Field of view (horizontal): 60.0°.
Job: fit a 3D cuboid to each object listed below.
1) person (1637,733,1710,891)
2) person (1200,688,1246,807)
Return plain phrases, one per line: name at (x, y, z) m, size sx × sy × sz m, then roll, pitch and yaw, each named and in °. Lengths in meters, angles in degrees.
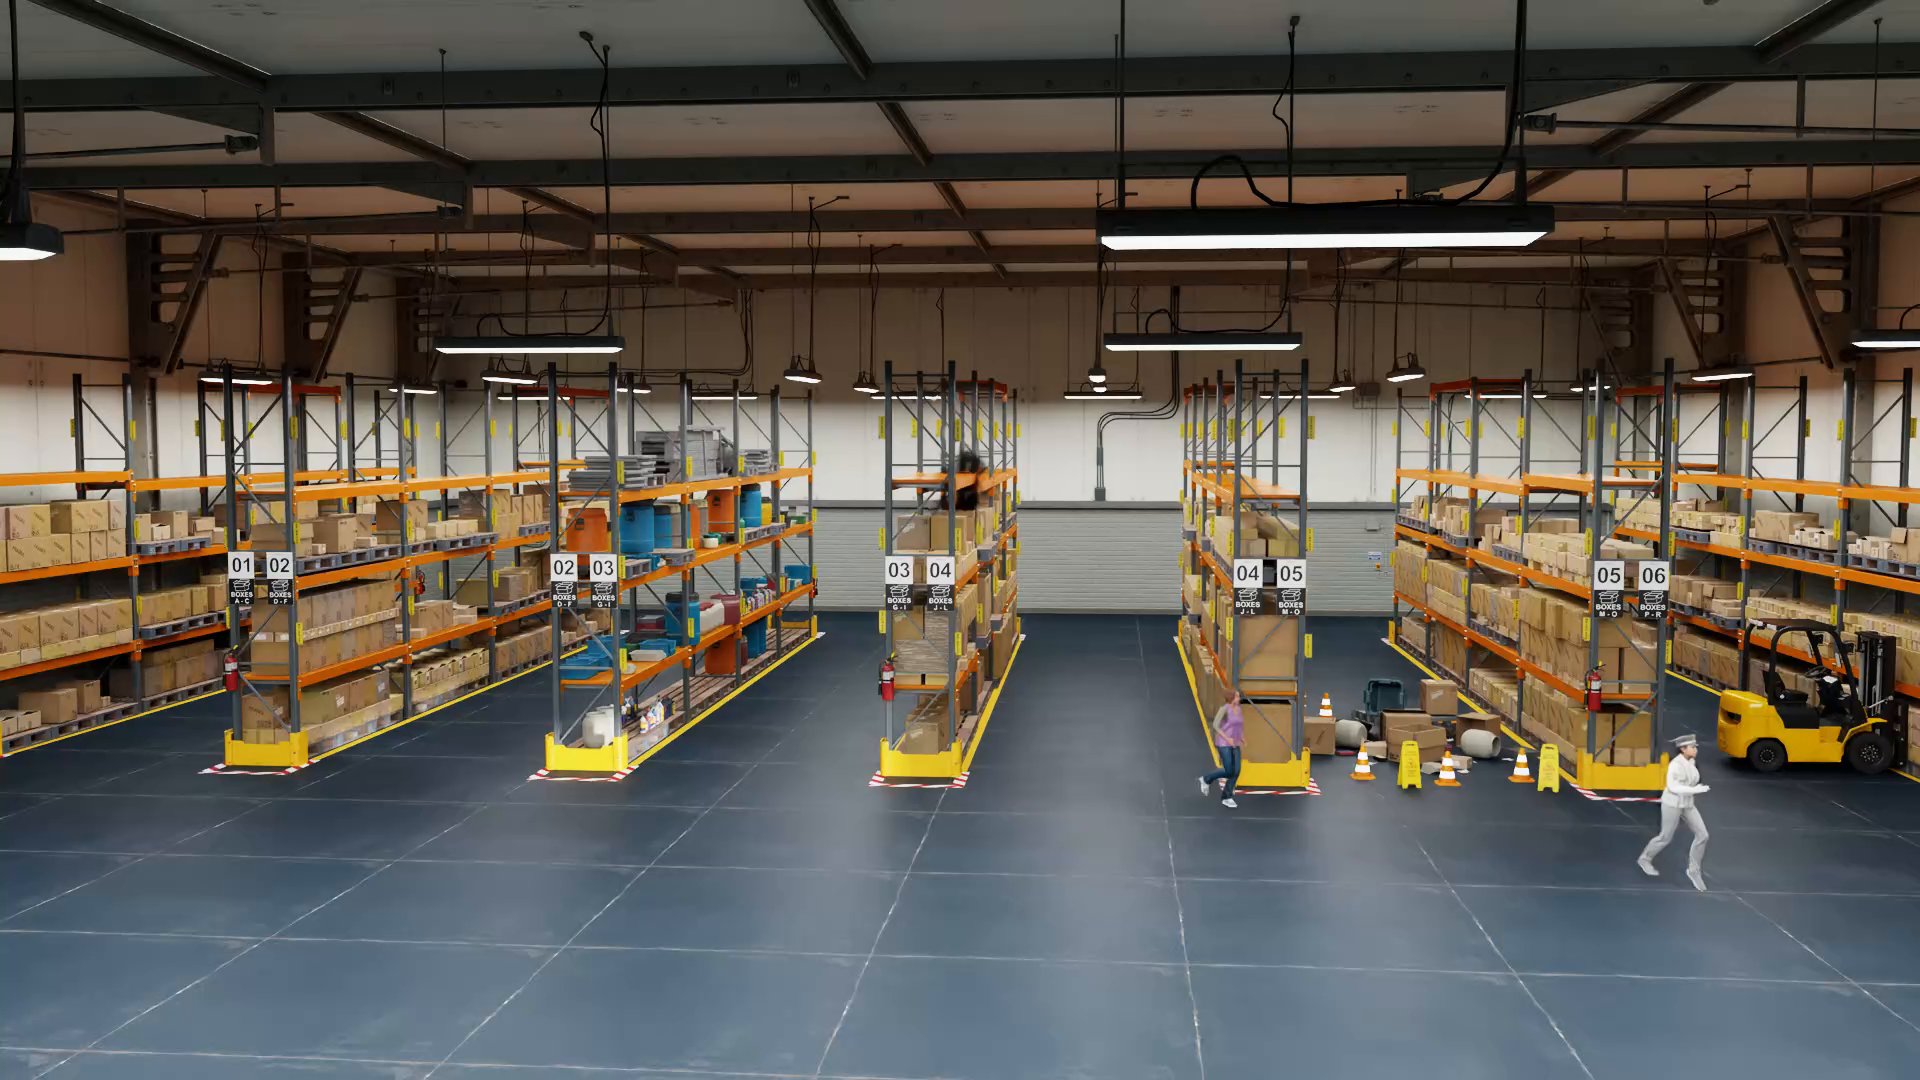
person at (7.882, 2.962, 18.347) m, size 0.638 × 1.728 × 0.829 m, roll -3°, pitch 5°, yaw -39°
person at (3.582, 2.758, 22.329) m, size 0.578 × 1.555 × 0.613 m, roll -4°, pitch 5°, yaw -44°
